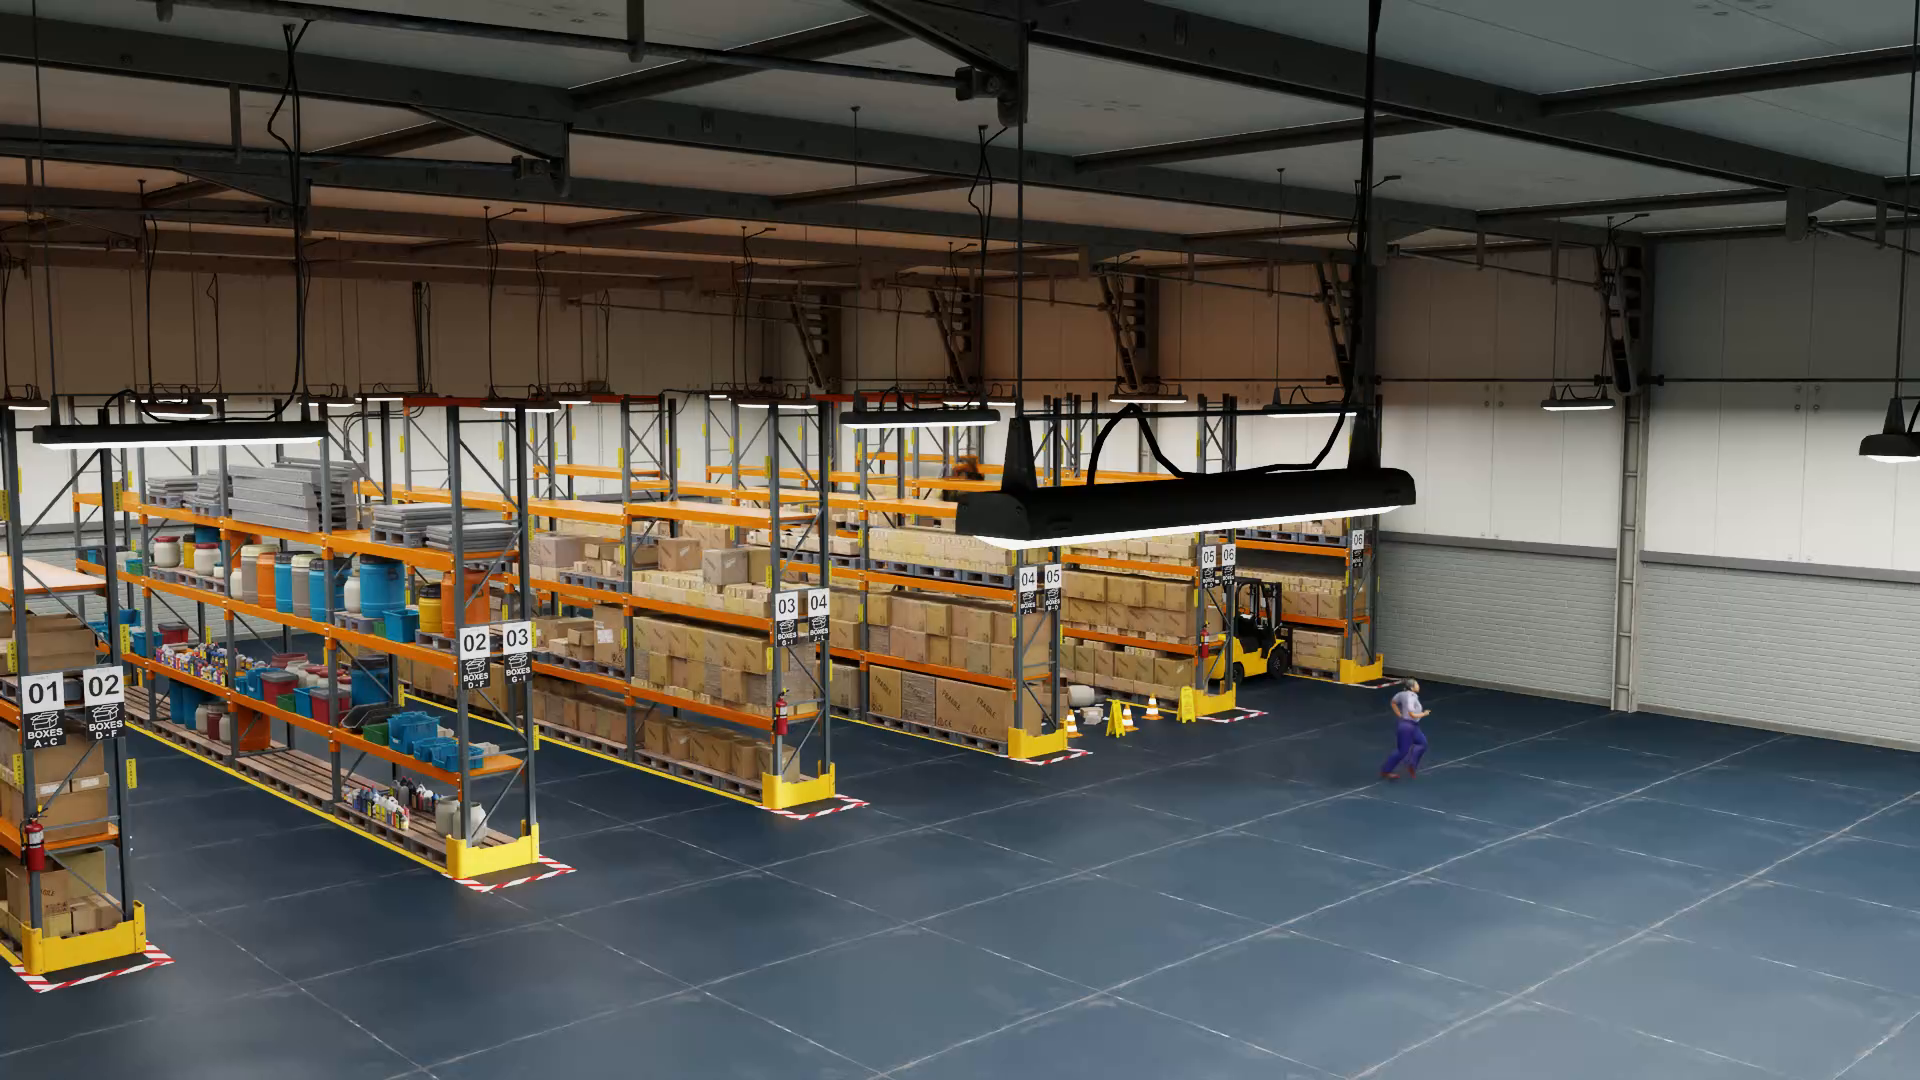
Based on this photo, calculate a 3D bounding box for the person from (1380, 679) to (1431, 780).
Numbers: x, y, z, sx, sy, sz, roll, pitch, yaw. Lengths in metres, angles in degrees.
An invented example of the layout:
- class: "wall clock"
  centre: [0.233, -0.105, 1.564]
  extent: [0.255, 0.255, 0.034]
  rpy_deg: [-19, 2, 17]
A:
- class: "person"
  centre: [7.014, 3.015, 26.176]
  extent: [0.753, 1.642, 0.586]
  rpy_deg: [1, 6, 8]

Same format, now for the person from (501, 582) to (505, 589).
- class: "person"
  centre: [-10.813, 1.694, 39.668]
  extent: [0.602, 1.651, 0.723]
  rpy_deg: [2, 6, 23]
